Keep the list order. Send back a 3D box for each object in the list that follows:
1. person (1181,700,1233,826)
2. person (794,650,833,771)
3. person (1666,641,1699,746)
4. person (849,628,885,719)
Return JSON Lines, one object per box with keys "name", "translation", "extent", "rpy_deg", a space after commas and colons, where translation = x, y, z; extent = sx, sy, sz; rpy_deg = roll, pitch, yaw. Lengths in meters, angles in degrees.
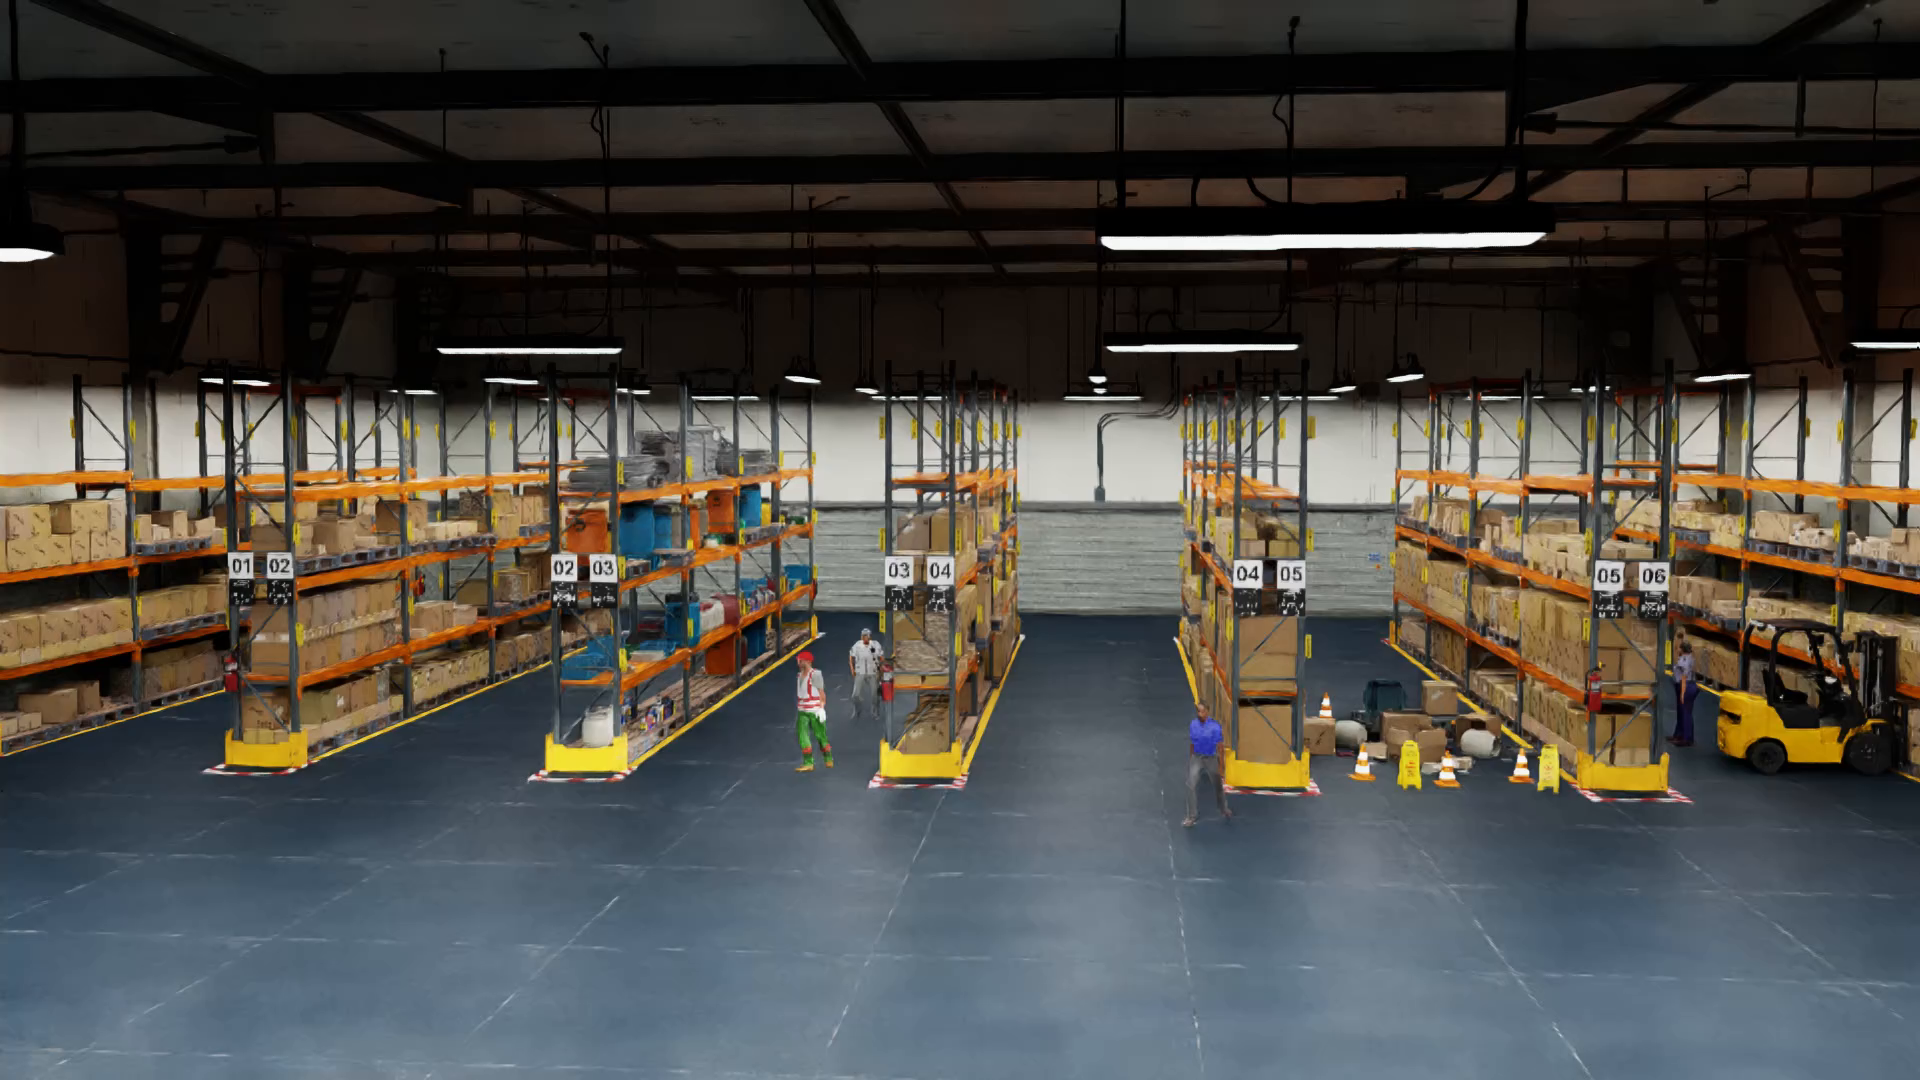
{"name": "person", "translation": [3.157, 2.808, 21.185], "extent": [0.505, 1.591, 0.937], "rpy_deg": [2, 4, 26]}
{"name": "person", "translation": [-2.160, 2.507, 24.555], "extent": [0.574, 1.776, 0.573], "rpy_deg": [3, 5, 41]}
{"name": "person", "translation": [11.504, 2.429, 26.503], "extent": [0.464, 1.652, 0.523], "rpy_deg": [3, 5, 35]}
{"name": "person", "translation": [-1.620, 2.311, 28.817], "extent": [0.625, 1.611, 0.582], "rpy_deg": [0, 4, 3]}
